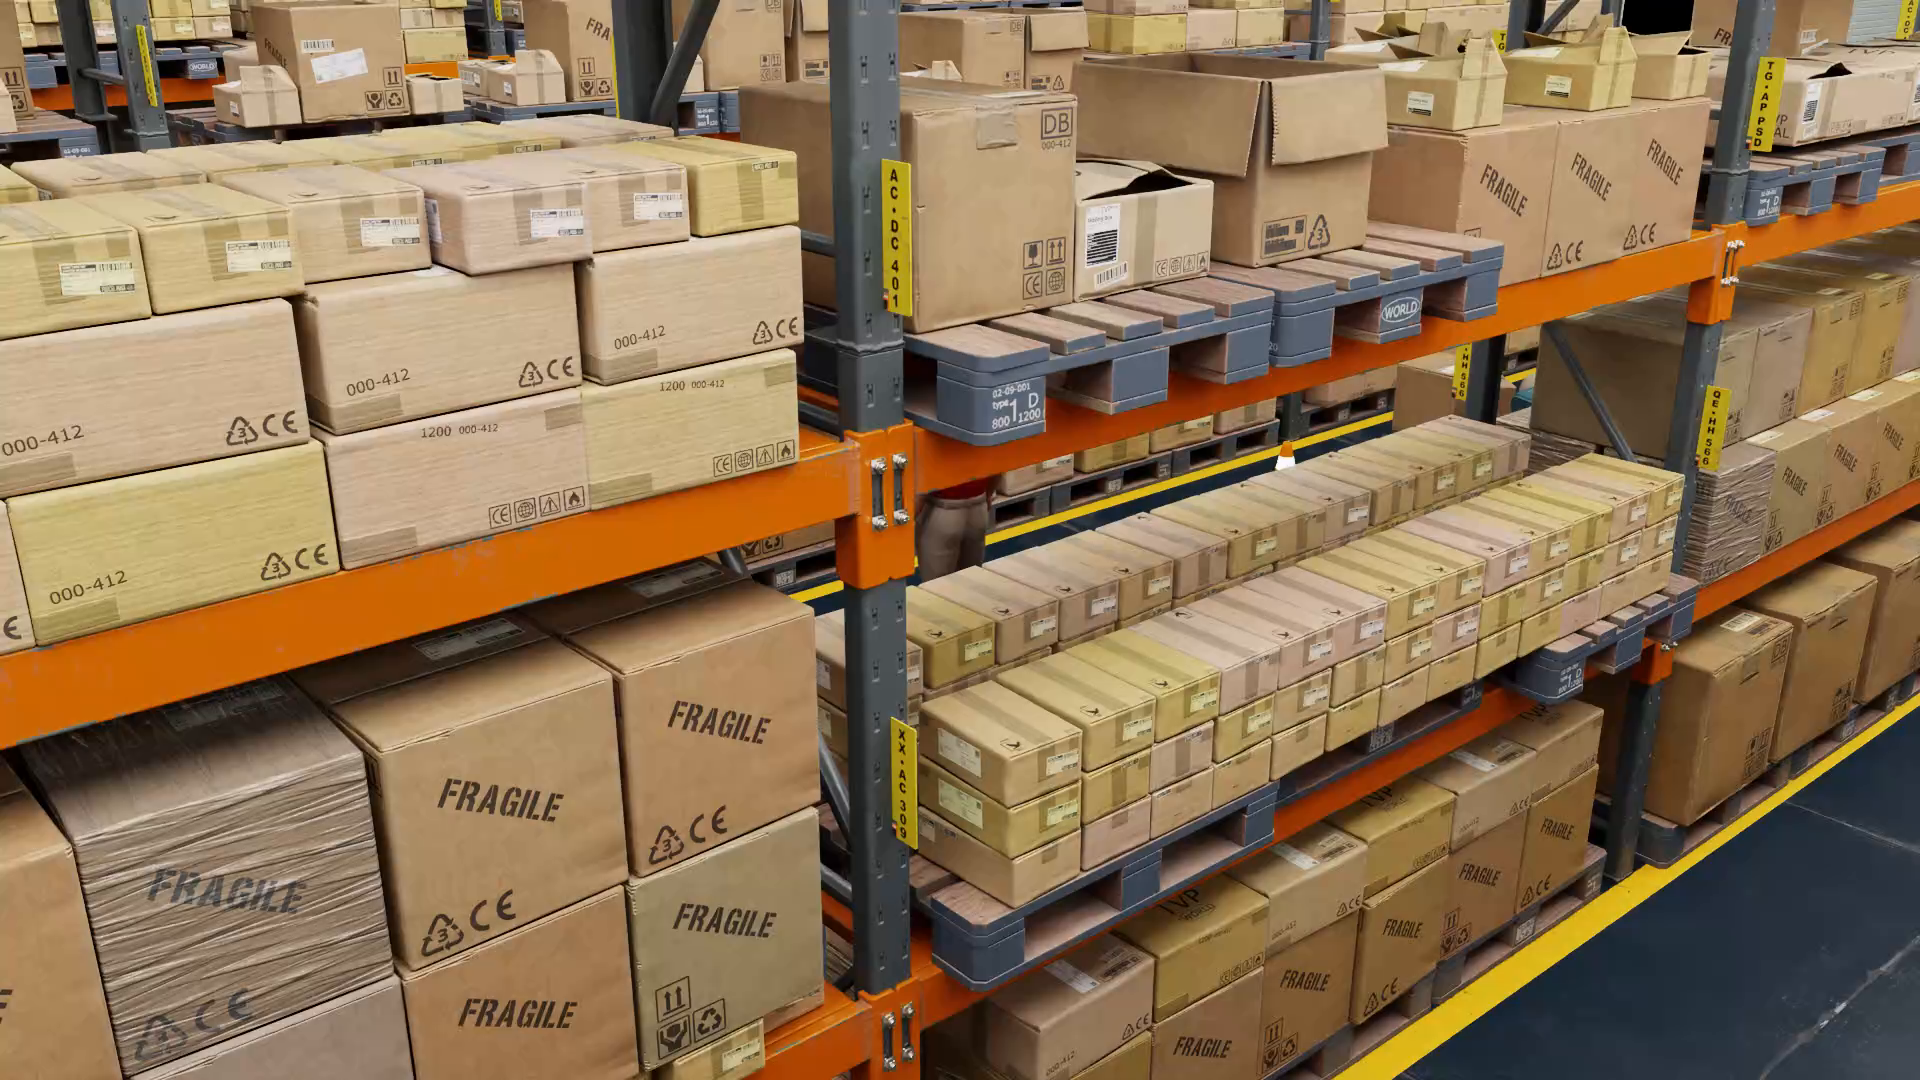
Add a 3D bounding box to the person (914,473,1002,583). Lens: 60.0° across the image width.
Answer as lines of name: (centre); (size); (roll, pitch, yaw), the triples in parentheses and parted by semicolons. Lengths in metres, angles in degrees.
person: (-0.100, -0.142, 8.953); (0.640, 1.727, 0.551); (-17, 27, -37)
